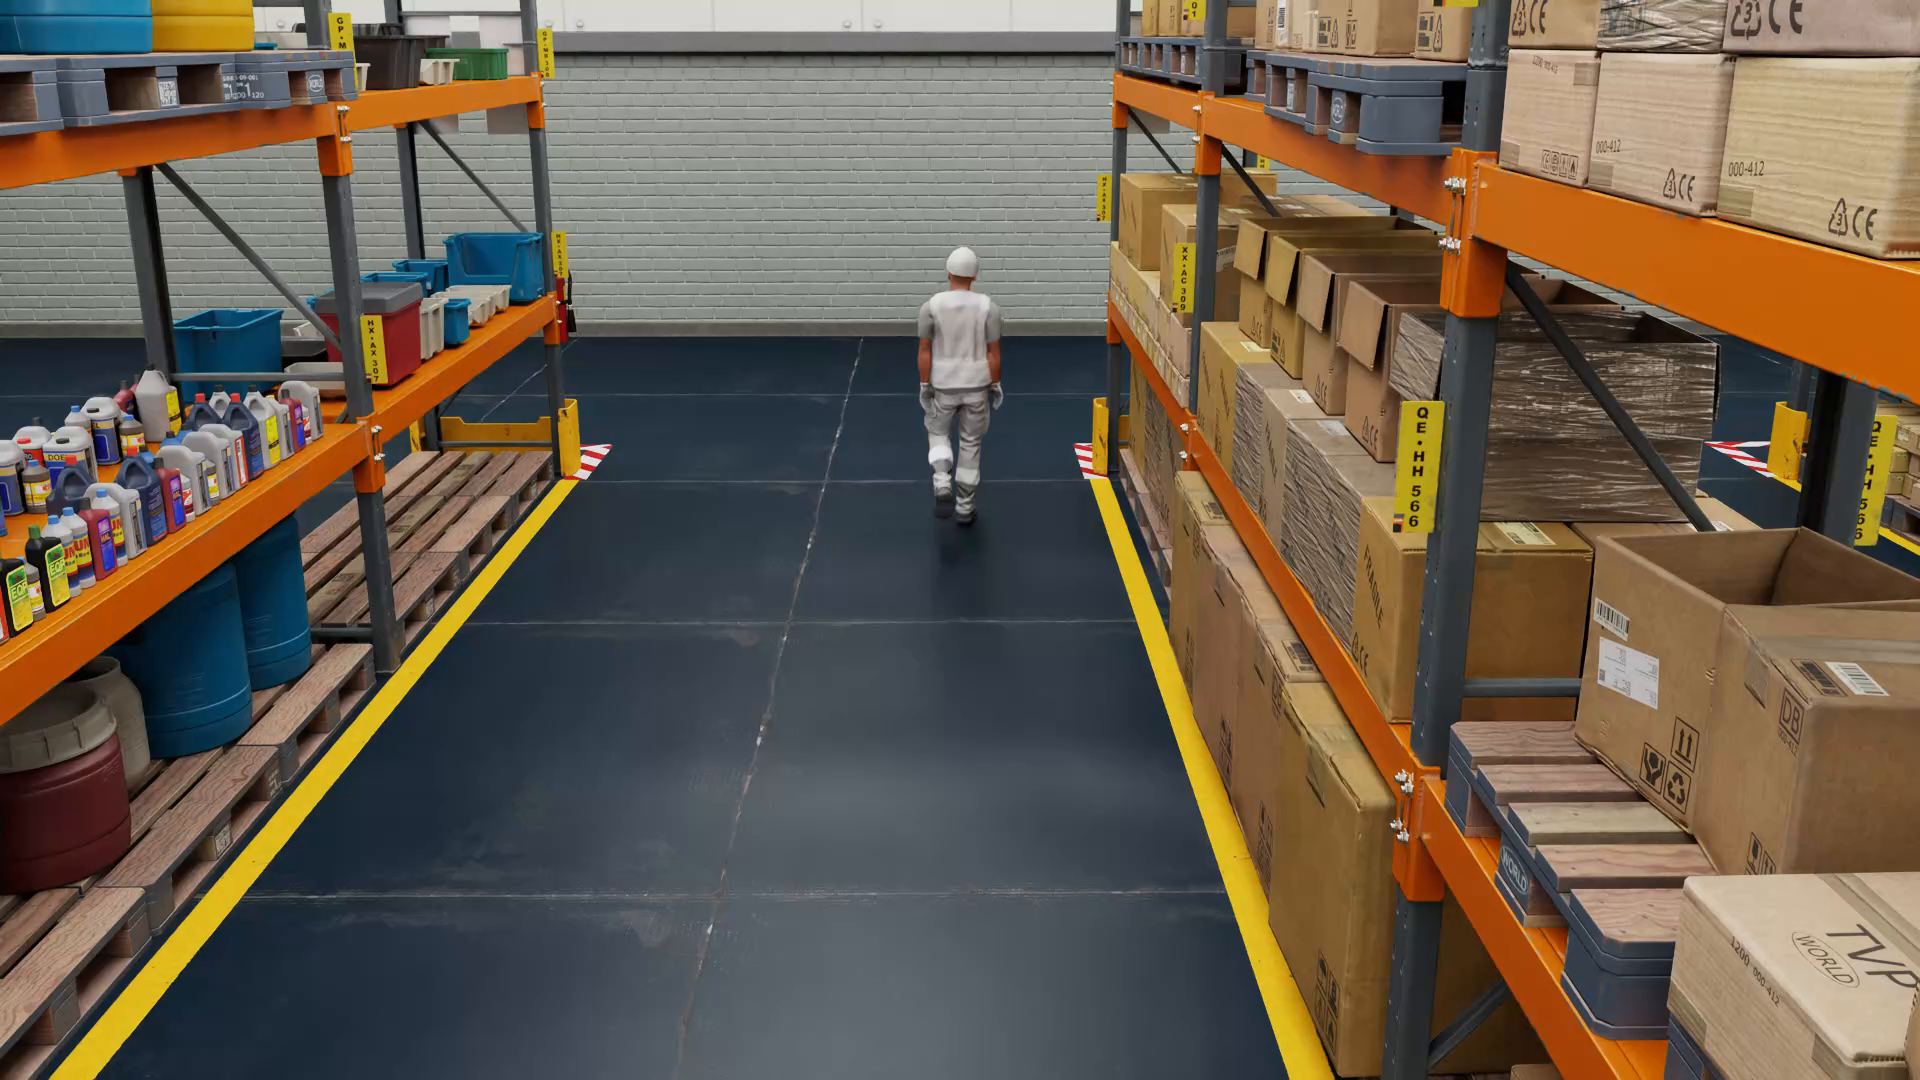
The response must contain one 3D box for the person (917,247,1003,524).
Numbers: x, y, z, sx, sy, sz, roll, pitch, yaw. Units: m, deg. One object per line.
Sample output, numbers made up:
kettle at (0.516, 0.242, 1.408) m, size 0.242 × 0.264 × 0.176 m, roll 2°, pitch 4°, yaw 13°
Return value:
person at (0.004, -0.977, 10.623) m, size 0.543 × 1.782 × 0.500 m, roll 1°, pitch 17°, yaw 2°
